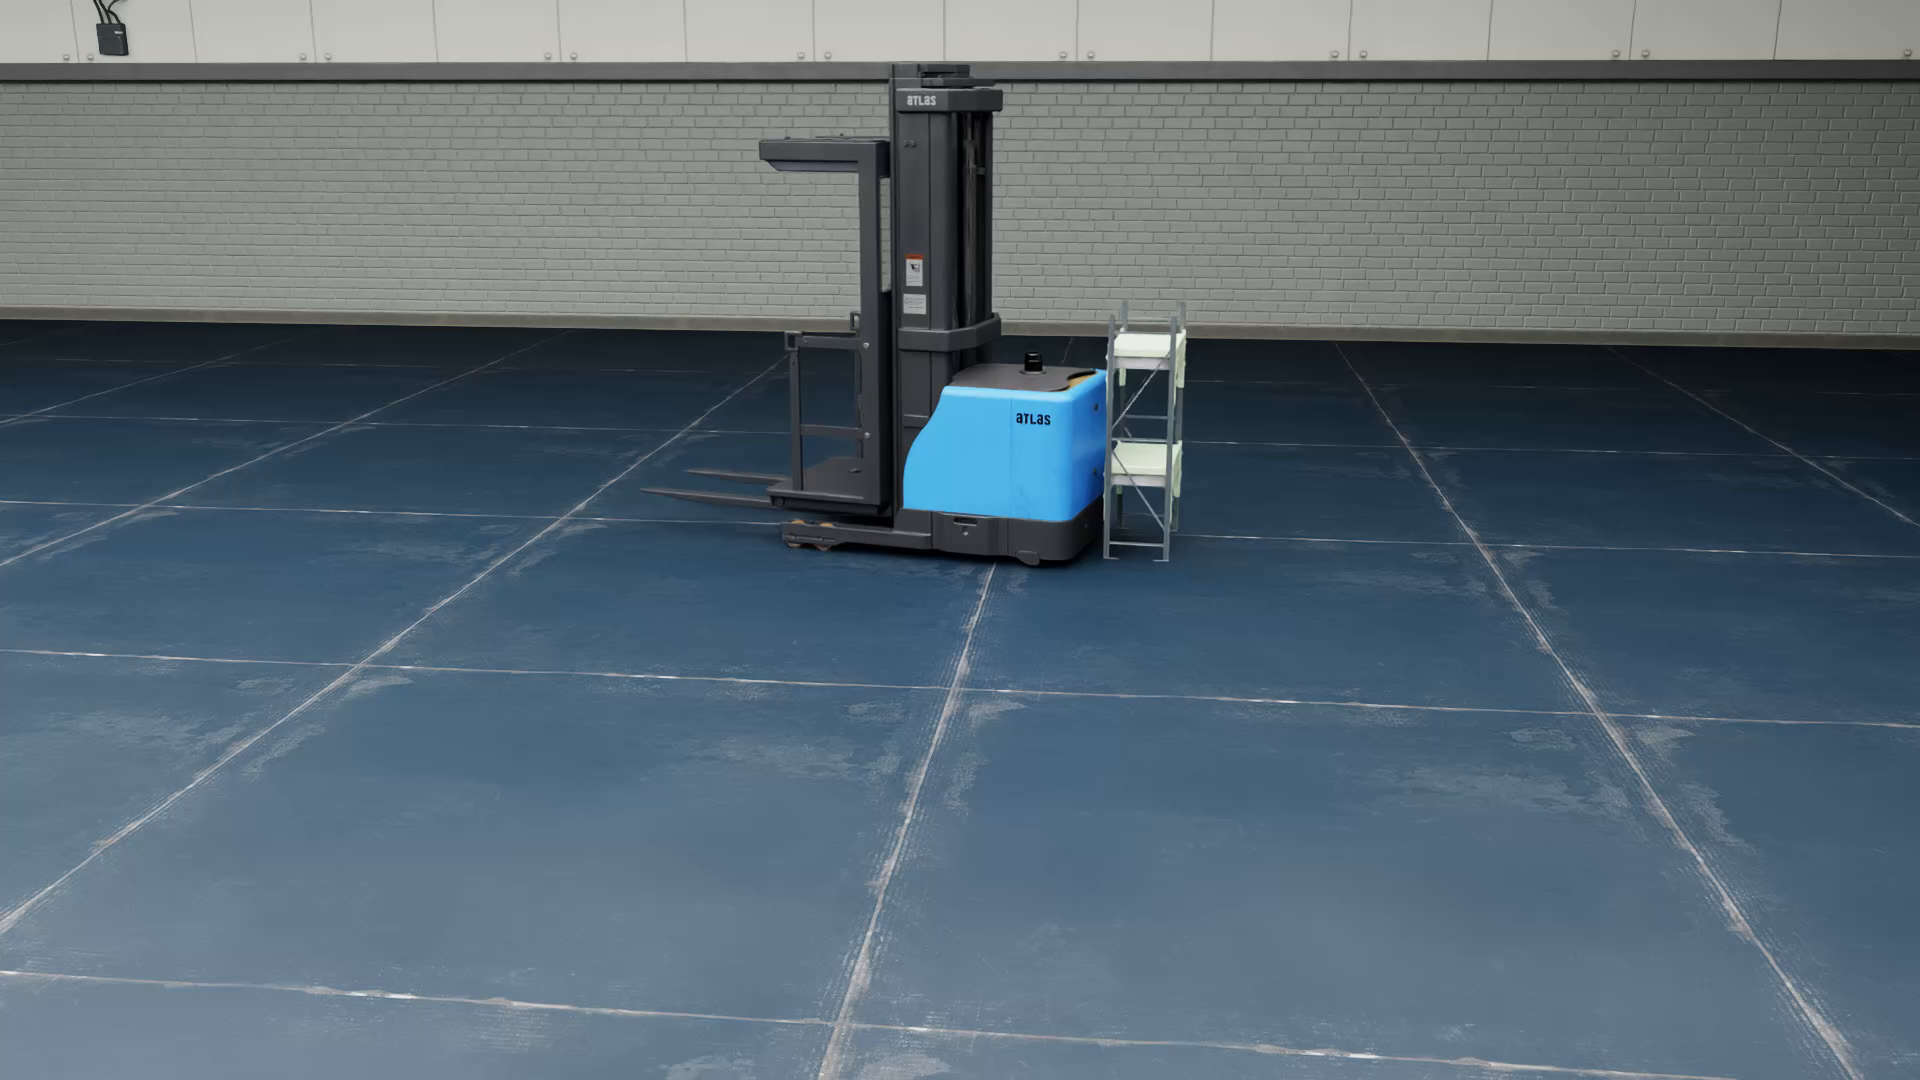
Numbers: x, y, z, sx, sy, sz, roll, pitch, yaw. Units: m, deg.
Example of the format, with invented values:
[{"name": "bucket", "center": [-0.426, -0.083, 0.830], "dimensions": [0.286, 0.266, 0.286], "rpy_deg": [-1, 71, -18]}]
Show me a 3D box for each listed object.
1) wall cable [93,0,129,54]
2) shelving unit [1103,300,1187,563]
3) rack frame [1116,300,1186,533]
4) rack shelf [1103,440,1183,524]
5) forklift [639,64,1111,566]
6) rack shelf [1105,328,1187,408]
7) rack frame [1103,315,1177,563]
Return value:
[{"name": "wall cable", "center": [-9.123, -8.673, 18.980], "dimensions": [2.305, 6.003, 0.169], "rpy_deg": [2, 15, 6]}, {"name": "shelving unit", "center": [1.153, -0.692, 10.350], "dimensions": [0.431, 1.500, 0.755], "rpy_deg": [3, 15, 11]}, {"name": "rack frame", "center": [1.226, -0.786, 10.696], "dimensions": [0.400, 1.500, 0.023], "rpy_deg": [3, 15, 11]}, {"name": "rack shelf", "center": [1.153, -0.378, 10.435], "dimensions": [0.431, 0.370, 0.720], "rpy_deg": [3, 15, 11]}, {"name": "forklift", "center": [-0.596, -1.478, 10.512], "dimensions": [3.031, 2.935, 1.130], "rpy_deg": [5, 16, 19]}, {"name": "rack shelf", "center": [1.153, -1.069, 10.248], "dimensions": [0.431, 0.370, 0.720], "rpy_deg": [3, 15, 11]}, {"name": "rack frame", "center": [1.079, -0.599, 10.003], "dimensions": [0.400, 1.500, 0.023], "rpy_deg": [3, 15, 11]}]
